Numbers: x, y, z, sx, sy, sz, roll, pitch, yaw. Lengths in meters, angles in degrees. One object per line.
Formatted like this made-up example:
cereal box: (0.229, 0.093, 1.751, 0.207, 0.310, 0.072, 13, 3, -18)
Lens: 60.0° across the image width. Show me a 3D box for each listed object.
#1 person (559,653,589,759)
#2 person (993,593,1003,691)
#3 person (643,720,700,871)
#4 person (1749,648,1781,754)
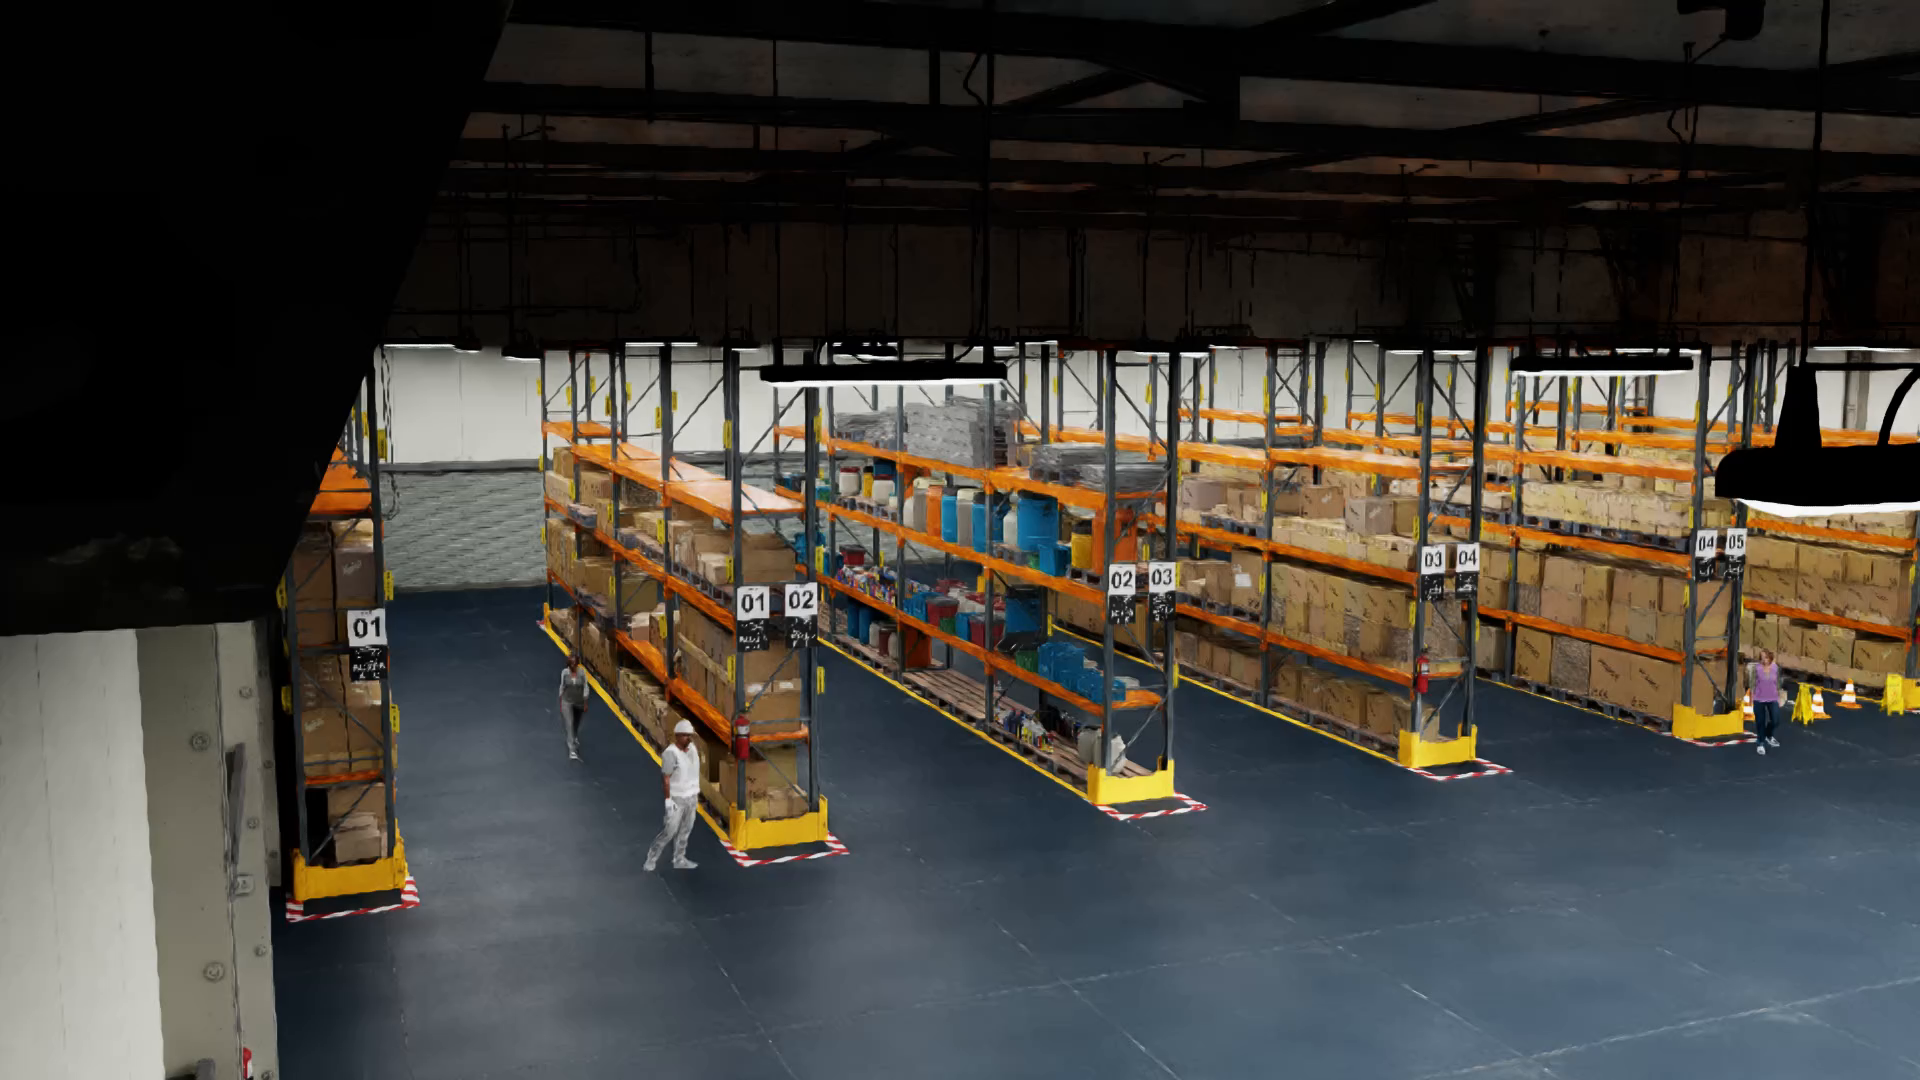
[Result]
person: (-5.669, 2.392, 24.470, 0.415, 1.517, 1.041, -3, 8, -24)
person: (0.618, 1.739, 28.840, 0.382, 1.677, 0.594, -3, 8, -21)
person: (-3.325, 2.959, 19.217, 0.527, 1.772, 0.734, 4, 9, 29)
person: (11.892, 2.359, 24.555, 0.474, 1.590, 0.474, 2, 8, 18)
